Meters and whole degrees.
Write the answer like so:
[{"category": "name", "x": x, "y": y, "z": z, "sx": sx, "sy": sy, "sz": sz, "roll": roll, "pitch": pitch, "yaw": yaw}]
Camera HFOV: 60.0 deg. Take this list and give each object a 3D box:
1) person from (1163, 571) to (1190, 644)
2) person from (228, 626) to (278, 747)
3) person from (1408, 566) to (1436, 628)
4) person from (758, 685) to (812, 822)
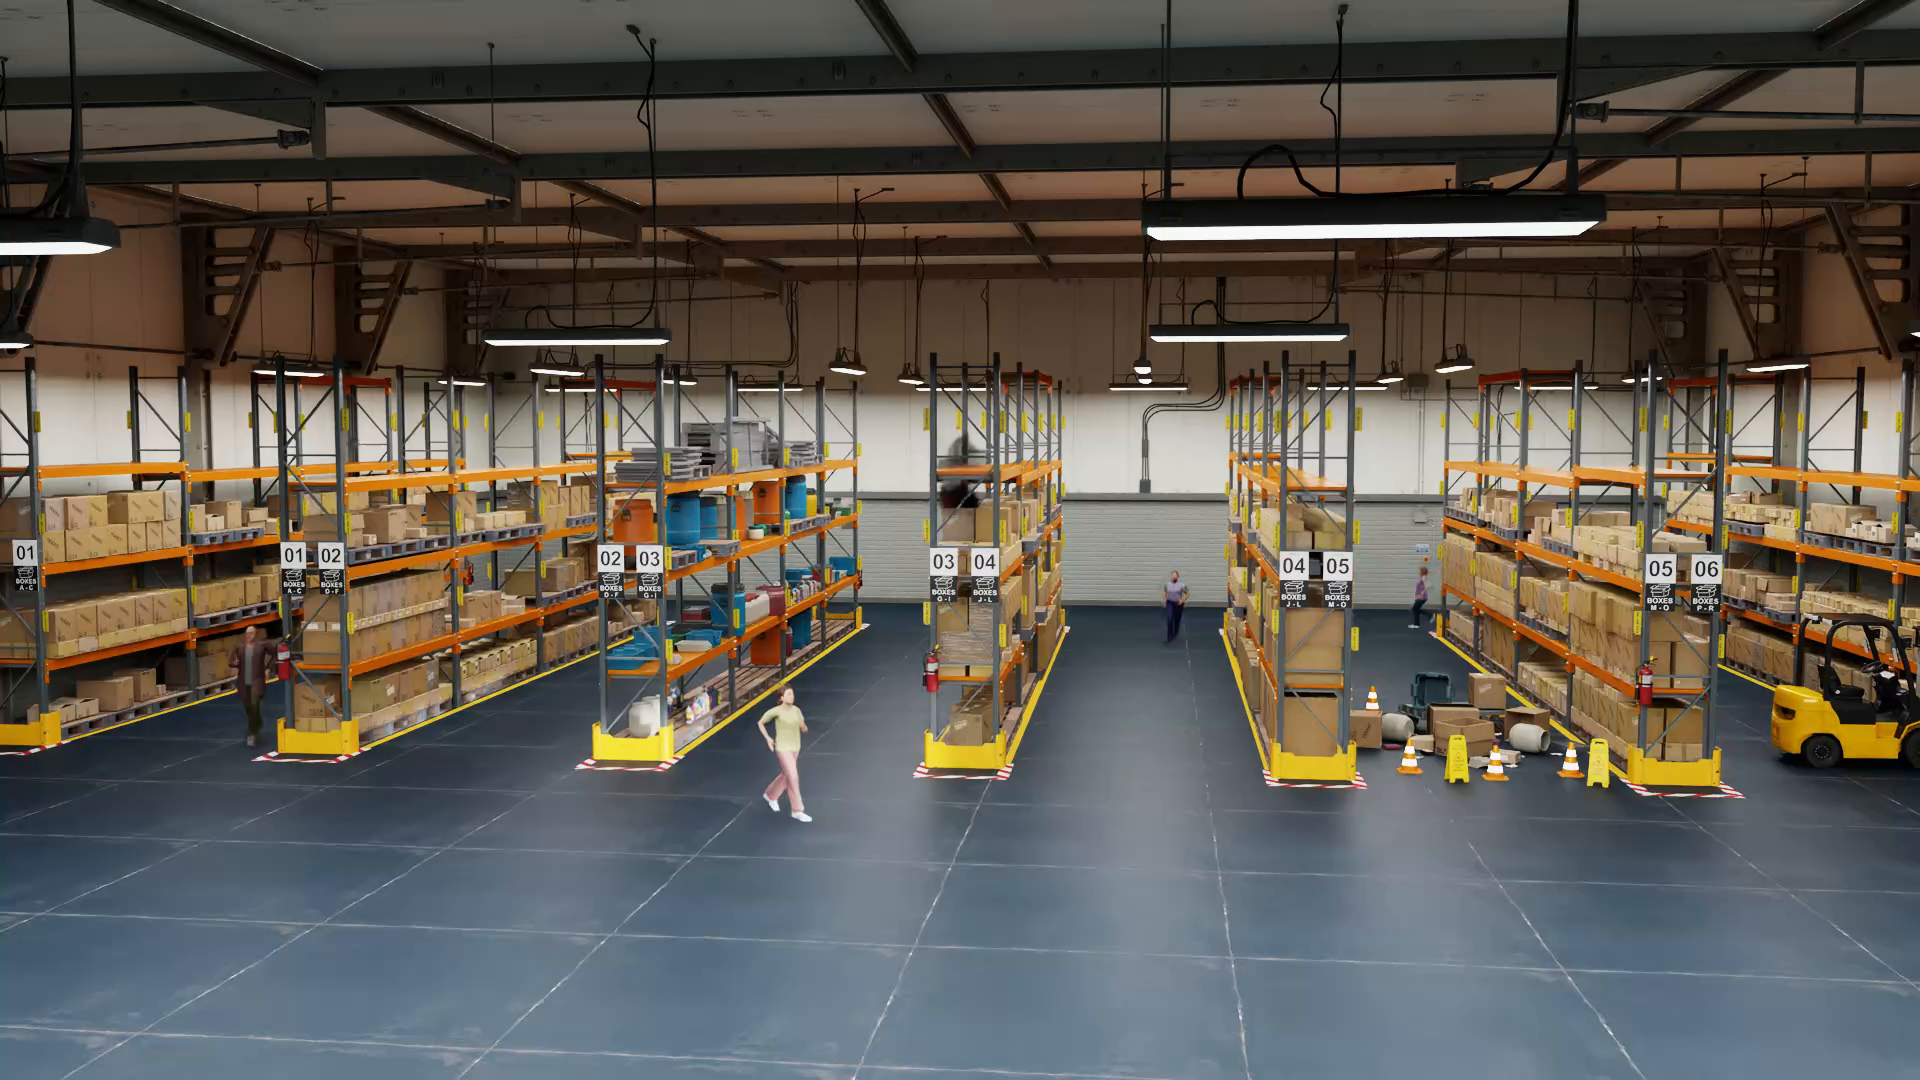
[{"category": "person", "x": 4.924, "y": 1.519, "z": 37.901, "sx": 0.620, "sy": 1.658, "sz": 0.766, "roll": 1, "pitch": 4, "yaw": 14}, {"category": "person", "x": -11.071, "y": 2.259, "z": 26.016, "sx": 0.694, "sy": 1.828, "sz": 0.876, "roll": 0, "pitch": 4, "yaw": -1}, {"category": "person", "x": 11.194, "y": 1.402, "z": 40.194, "sx": 0.656, "sy": 1.528, "sz": 0.604, "roll": 1, "pitch": 4, "yaw": 12}, {"category": "person", "x": -2.179, "y": 2.654, "z": 20.953, "sx": 0.948, "sy": 1.661, "sz": 0.578, "roll": 3, "pitch": 5, "yaw": 41}]
